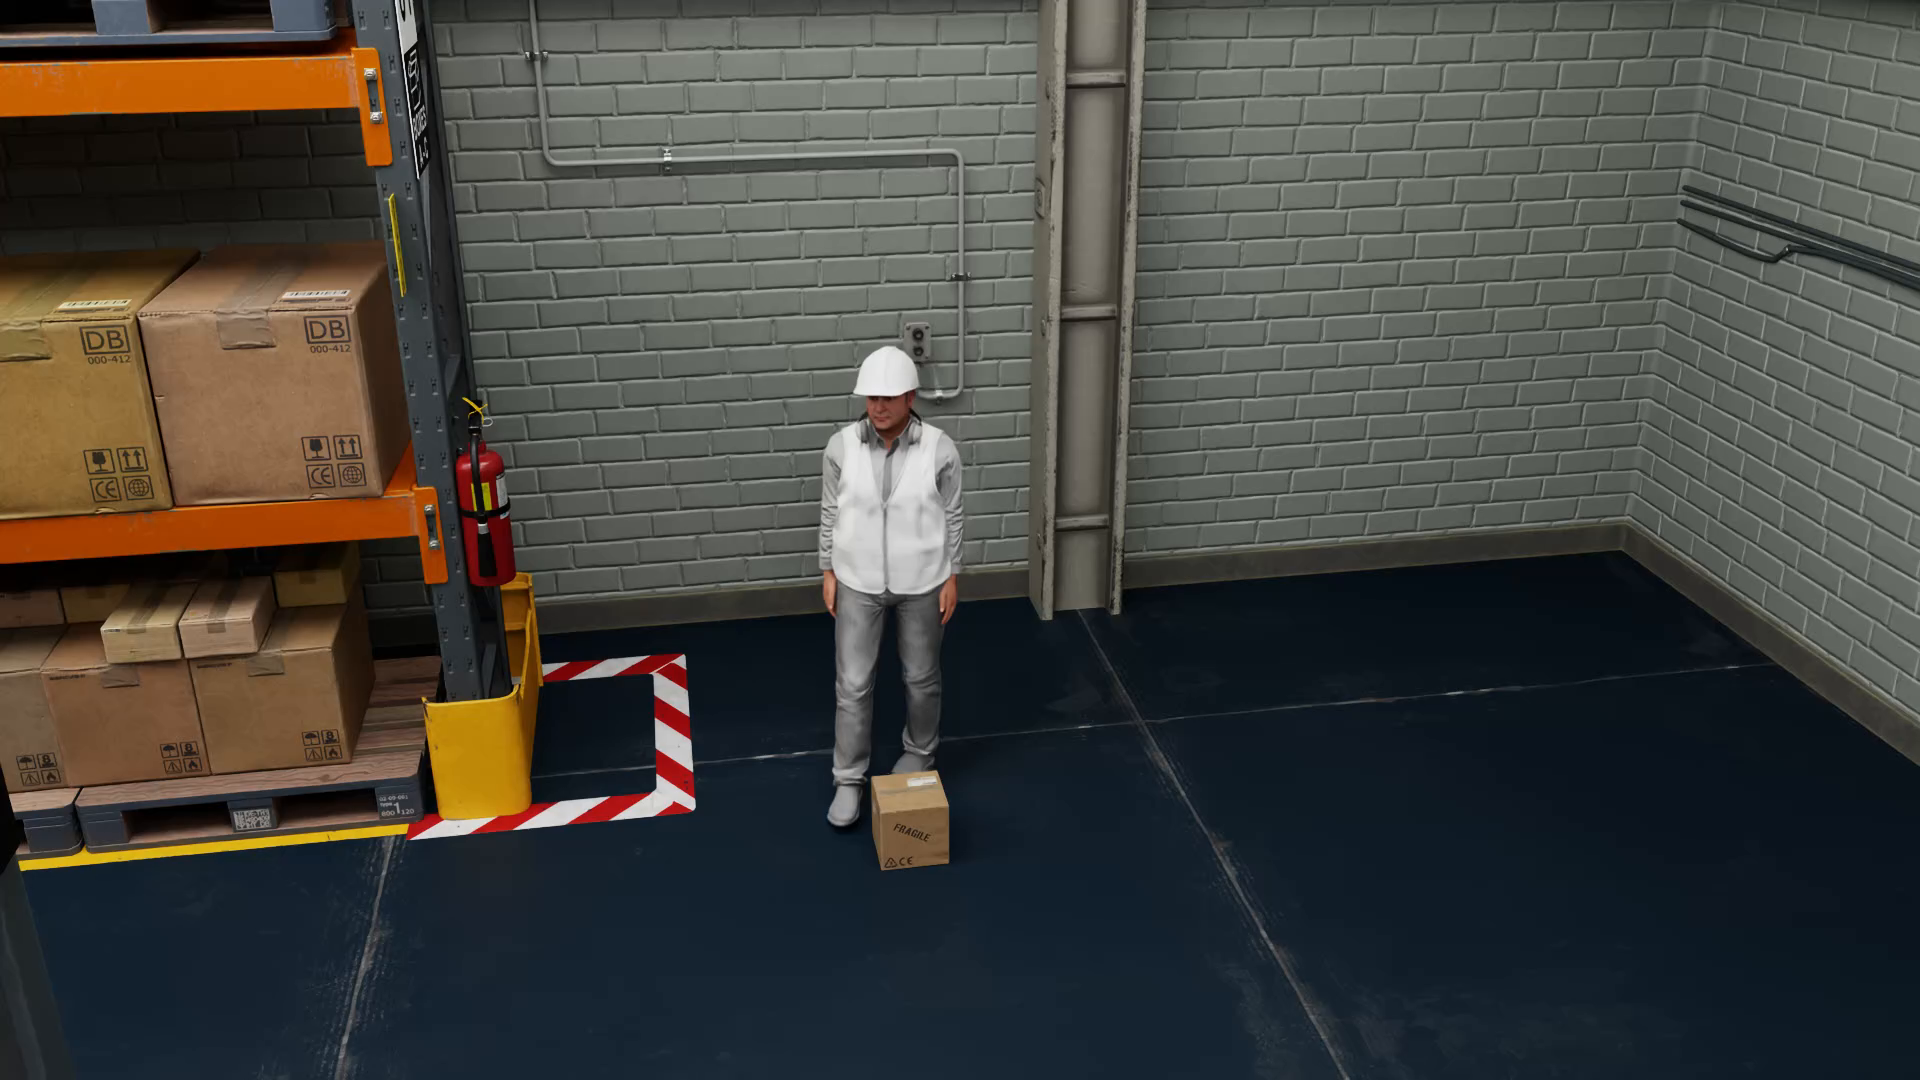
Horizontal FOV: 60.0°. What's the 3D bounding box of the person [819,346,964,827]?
[{"bbox_3d":[-0.263,0.174,6.150,0.546,1.769,0.600,1,23,3],"label":"person"}]
